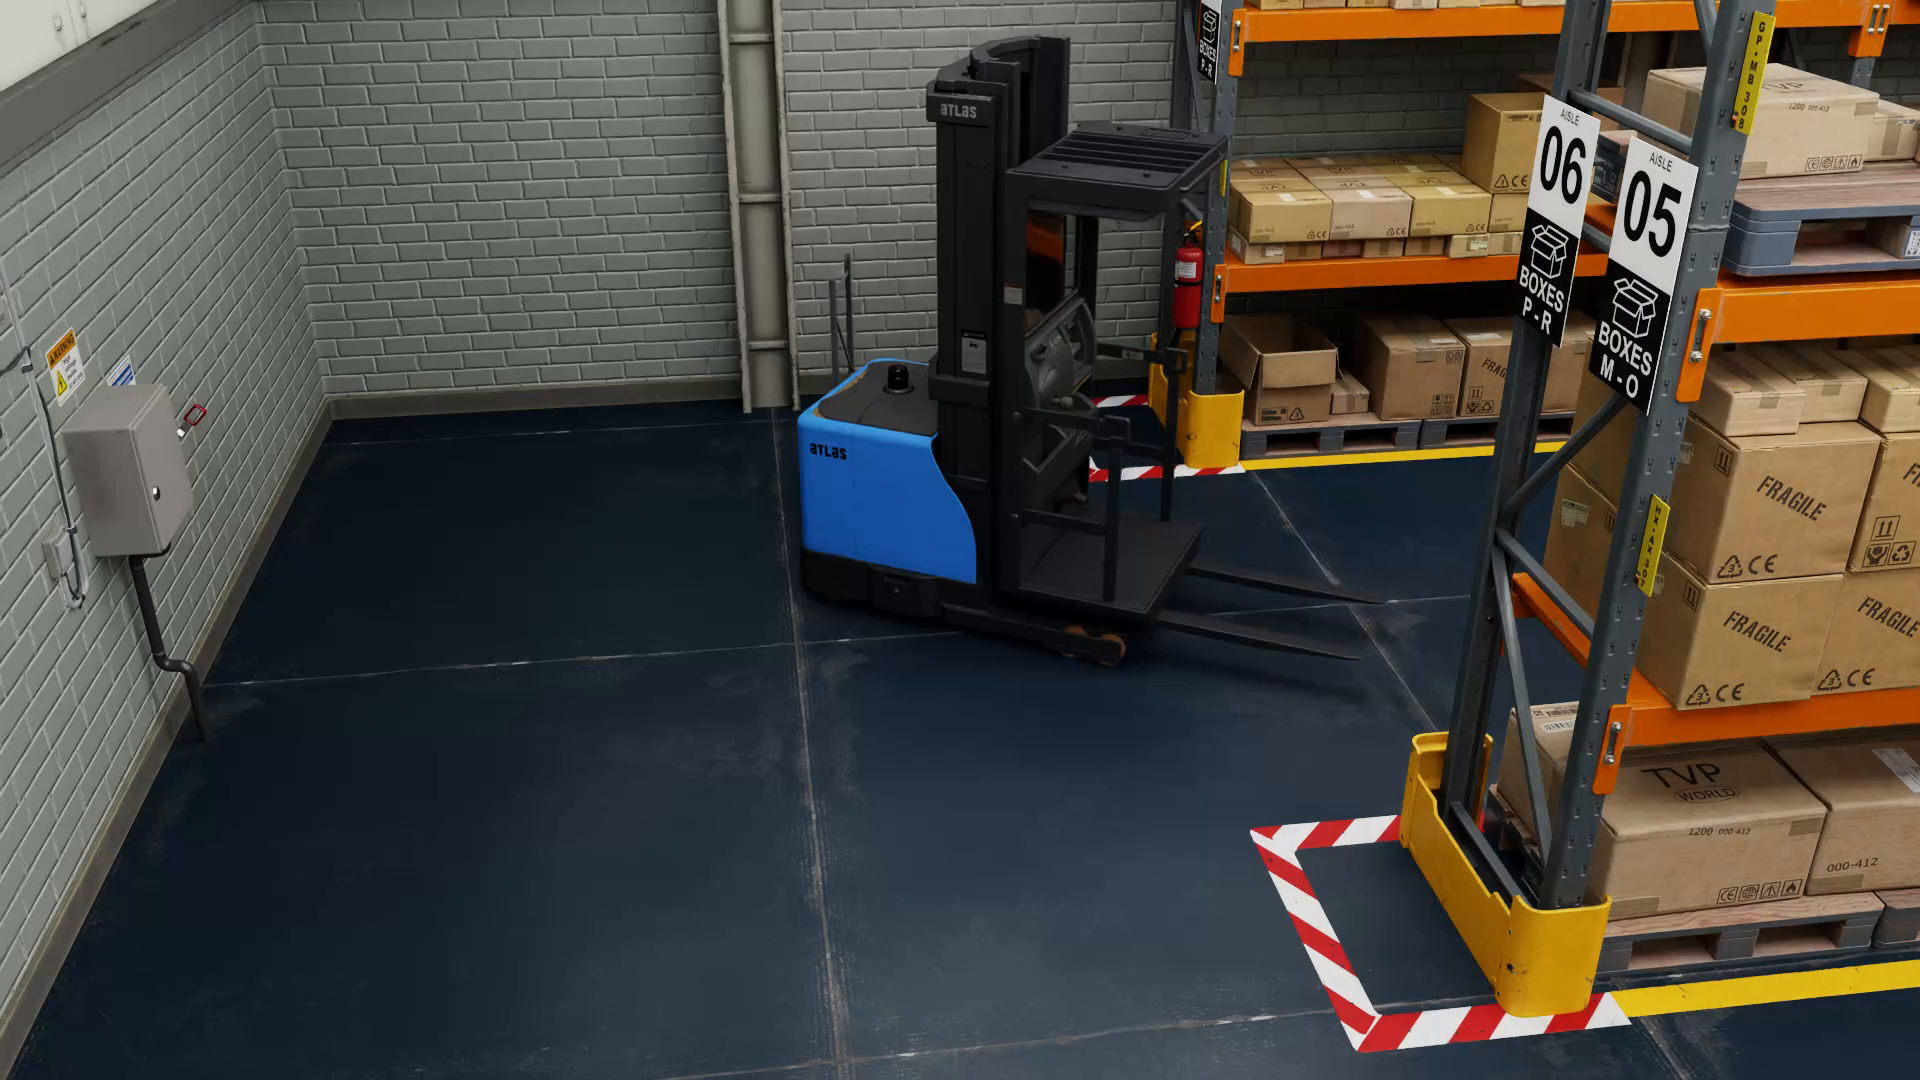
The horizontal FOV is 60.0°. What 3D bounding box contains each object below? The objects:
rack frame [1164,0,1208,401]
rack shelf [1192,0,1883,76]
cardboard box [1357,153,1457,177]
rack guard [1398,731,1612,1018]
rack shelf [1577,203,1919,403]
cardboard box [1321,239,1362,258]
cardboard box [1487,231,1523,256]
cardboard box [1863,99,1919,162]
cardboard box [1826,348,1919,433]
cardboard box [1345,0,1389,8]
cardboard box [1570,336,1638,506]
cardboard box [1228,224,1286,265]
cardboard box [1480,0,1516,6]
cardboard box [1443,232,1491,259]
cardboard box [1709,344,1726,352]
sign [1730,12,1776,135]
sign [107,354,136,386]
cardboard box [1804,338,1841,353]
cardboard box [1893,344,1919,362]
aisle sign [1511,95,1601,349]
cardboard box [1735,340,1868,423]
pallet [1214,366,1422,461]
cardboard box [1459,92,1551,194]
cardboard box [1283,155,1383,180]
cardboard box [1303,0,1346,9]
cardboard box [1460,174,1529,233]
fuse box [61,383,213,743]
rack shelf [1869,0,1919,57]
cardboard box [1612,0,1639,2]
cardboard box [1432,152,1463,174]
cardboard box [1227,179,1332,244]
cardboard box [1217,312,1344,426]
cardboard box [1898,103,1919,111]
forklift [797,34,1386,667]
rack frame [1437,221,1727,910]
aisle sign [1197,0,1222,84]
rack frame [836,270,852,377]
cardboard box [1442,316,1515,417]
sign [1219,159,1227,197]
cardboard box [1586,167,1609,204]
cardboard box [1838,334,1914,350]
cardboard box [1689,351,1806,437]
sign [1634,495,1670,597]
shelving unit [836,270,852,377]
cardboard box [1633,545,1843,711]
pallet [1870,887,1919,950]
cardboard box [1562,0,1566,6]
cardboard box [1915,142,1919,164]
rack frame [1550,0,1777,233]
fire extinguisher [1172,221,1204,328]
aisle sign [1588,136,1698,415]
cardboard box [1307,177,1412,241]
[{"bbox_3d":[1.476,-2.054,10.466,0.053,2.616,0.949,-4,27,-7],"label":"rack frame"},{"bbox_3d":[3.457,-3.197,10.197,4.000,0.370,1.077,-4,27,-7],"label":"rack shelf"},{"bbox_3d":[2.896,-2.332,10.847,0.500,0.250,0.500,-3,27,-5],"label":"cardboard box"},{"bbox_3d":[2.147,1.302,6.664,0.348,0.500,1.175,-4,27,-7],"label":"rack guard"},{"bbox_3d":[4.152,-0.953,5.824,4.000,0.370,1.077,-4,27,-7],"label":"rack shelf"},{"bbox_3d":[2.341,-1.910,10.461,0.250,0.149,0.380,-4,27,-8],"label":"cardboard box"},{"bbox_3d":[3.380,-1.926,10.492,0.250,0.149,0.380,-3,27,-6],"label":"cardboard box"},{"bbox_3d":[3.008,-1.398,5.608,0.250,0.149,0.380,-6,28,-11],"label":"cardboard box"},{"bbox_3d":[3.084,-0.500,5.524,0.250,0.149,0.380,-3,27,-6],"label":"cardboard box"},{"bbox_3d":[2.336,-3.230,9.749,0.250,0.149,0.380,-4,27,-7],"label":"cardboard box"},{"bbox_3d":[2.615,-0.439,6.115,0.500,0.500,0.500,-3,27,-5],"label":"cardboard box"},{"bbox_3d":[1.840,-1.840,10.326,0.250,0.149,0.380,-4,27,-8],"label":"cardboard box"},{"bbox_3d":[3.092,-3.263,9.813,0.250,0.149,0.380,-4,27,-8],"label":"cardboard box"},{"bbox_3d":[3.122,-1.900,10.442,0.250,0.149,0.380,-4,27,-9],"label":"cardboard box"},{"bbox_3d":[2.499,-0.703,5.918,0.250,0.149,0.380,-3,27,-6],"label":"cardboard box"},{"bbox_3d":[2.243,-1.319,4.705,0.005,0.325,0.100,-4,27,-7],"label":"sign"},{"bbox_3d":[-3.831,-0.569,7.677,0.001,0.494,0.329,-4,27,-7],"label":"sign"},{"bbox_3d":[2.991,-0.784,6.077,0.250,0.149,0.380,-4,27,-8],"label":"cardboard box"},{"bbox_3d":[3.342,-0.525,5.573,0.250,0.149,0.380,-5,28,-9],"label":"cardboard box"},{"bbox_3d":[2.057,-1.104,5.767,0.004,0.787,0.394,-4,27,-7],"label":"aisle sign"},{"bbox_3d":[2.811,-0.536,5.593,0.250,0.149,0.380,-3,27,-6],"label":"cardboard box"},{"bbox_3d":[2.341,-0.870,11.215,1.213,0.211,1.003,-4,27,-7],"label":"pallet"},{"bbox_3d":[3.448,-2.457,10.270,0.500,0.500,0.500,-3,27,-6],"label":"cardboard box"},{"bbox_3d":[2.405,-2.302,10.789,0.500,0.250,0.500,-4,27,-7],"label":"cardboard box"},{"bbox_3d":[2.080,-3.222,9.732,0.250,0.149,0.380,-3,27,-6],"label":"cardboard box"},{"bbox_3d":[3.467,-2.136,10.465,0.500,0.250,0.500,-4,27,-8],"label":"cardboard box"},{"bbox_3d":[-3.557,0.172,7.540,0.414,1.711,0.539,-4,27,-7],"label":"fuse box"},{"bbox_3d":[7.418,-3.451,10.693,4.000,0.370,1.077,-4,27,-7],"label":"rack shelf"},{"bbox_3d":[3.851,-3.312,9.909,0.250,0.149,0.380,-3,27,-7],"label":"cardboard box"},{"bbox_3d":[3.414,-2.365,10.911,0.500,0.250,0.500,-4,27,-7],"label":"cardboard box"},{"bbox_3d":[1.963,-2.028,10.255,0.500,0.250,0.500,-4,27,-7],"label":"cardboard box"},{"bbox_3d":[2.095,-1.127,10.936,0.637,0.503,0.797,-5,28,-9],"label":"cardboard box"},{"bbox_3d":[6.460,-2.503,10.774,0.500,0.500,0.700,-3,27,-7],"label":"cardboard box"},{"bbox_3d":[0.698,-0.933,8.358,3.031,2.935,1.130,11,29,20],"label":"forklift"},{"bbox_3d":[2.171,0.189,6.097,0.127,3.000,1.000,-4,27,-7],"label":"rack frame"},{"bbox_3d":[1.449,-3.075,9.609,0.004,0.787,0.394,-4,27,-7],"label":"aisle sign"},{"bbox_3d":[-0.686,-0.898,9.857,0.013,1.308,0.475,3,27,7],"label":"rack frame"},{"bbox_3d":[3.484,-1.151,10.986,0.500,0.500,0.500,-3,27,-6],"label":"cardboard box"},{"bbox_3d":[1.552,-2.195,9.794,0.005,0.325,0.100,-4,27,-7],"label":"sign"},{"bbox_3d":[3.977,-2.168,10.528,0.500,0.250,0.500,-4,27,-7],"label":"cardboard box"},{"bbox_3d":[3.246,-0.782,6.072,0.250,0.149,0.380,-3,27,-6],"label":"cardboard box"},{"bbox_3d":[2.561,-0.487,5.498,0.250,0.149,0.380,-3,27,-6],"label":"cardboard box"},{"bbox_3d":[2.243,0.019,5.391,0.005,0.325,0.100,-4,27,-7],"label":"sign"},{"bbox_3d":[-0.191,-0.868,9.799,1.083,1.500,0.587,3,27,7],"label":"shelving unit"},{"bbox_3d":[2.687,0.243,5.880,0.500,0.500,0.500,-4,27,-8],"label":"cardboard box"},{"bbox_3d":[4.158,1.267,7.050,1.213,0.211,1.003,-4,27,-7],"label":"pallet"},{"bbox_3d":[3.602,-3.265,9.816,0.250,0.149,0.380,-3,27,-6],"label":"cardboard box"},{"bbox_3d":[3.281,-1.231,5.283,0.250,0.149,0.380,-3,27,-5],"label":"cardboard box"},{"bbox_3d":[2.171,-2.481,4.727,0.127,3.000,1.000,-4,27,-7],"label":"rack frame"},{"bbox_3d":[1.395,-1.636,10.147,0.183,0.674,0.296,-4,27,-7],"label":"fire extinguisher"},{"bbox_3d":[2.140,-0.832,5.239,0.004,0.787,0.394,-4,27,-7],"label":"aisle sign"},{"bbox_3d":[2.462,-2.060,10.317,0.500,0.250,0.500,-3,27,-7],"label":"cardboard box"}]
